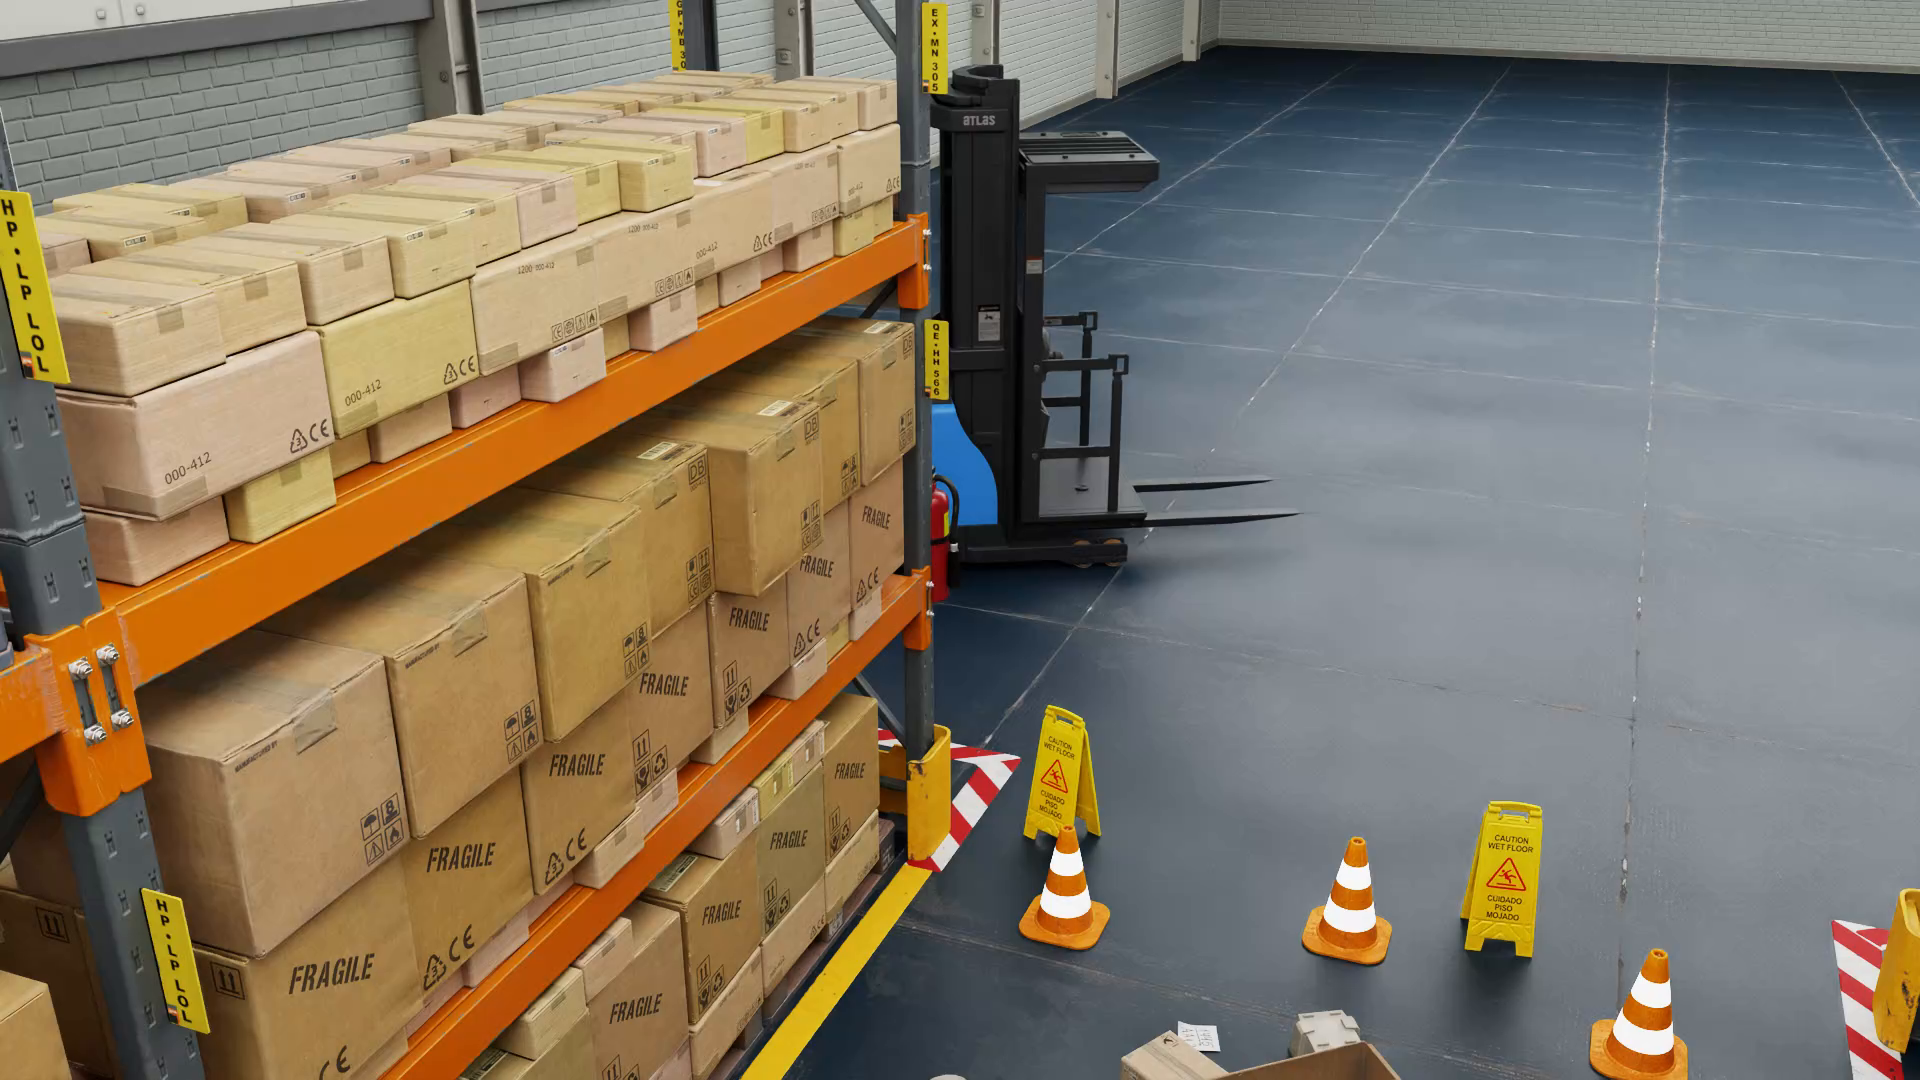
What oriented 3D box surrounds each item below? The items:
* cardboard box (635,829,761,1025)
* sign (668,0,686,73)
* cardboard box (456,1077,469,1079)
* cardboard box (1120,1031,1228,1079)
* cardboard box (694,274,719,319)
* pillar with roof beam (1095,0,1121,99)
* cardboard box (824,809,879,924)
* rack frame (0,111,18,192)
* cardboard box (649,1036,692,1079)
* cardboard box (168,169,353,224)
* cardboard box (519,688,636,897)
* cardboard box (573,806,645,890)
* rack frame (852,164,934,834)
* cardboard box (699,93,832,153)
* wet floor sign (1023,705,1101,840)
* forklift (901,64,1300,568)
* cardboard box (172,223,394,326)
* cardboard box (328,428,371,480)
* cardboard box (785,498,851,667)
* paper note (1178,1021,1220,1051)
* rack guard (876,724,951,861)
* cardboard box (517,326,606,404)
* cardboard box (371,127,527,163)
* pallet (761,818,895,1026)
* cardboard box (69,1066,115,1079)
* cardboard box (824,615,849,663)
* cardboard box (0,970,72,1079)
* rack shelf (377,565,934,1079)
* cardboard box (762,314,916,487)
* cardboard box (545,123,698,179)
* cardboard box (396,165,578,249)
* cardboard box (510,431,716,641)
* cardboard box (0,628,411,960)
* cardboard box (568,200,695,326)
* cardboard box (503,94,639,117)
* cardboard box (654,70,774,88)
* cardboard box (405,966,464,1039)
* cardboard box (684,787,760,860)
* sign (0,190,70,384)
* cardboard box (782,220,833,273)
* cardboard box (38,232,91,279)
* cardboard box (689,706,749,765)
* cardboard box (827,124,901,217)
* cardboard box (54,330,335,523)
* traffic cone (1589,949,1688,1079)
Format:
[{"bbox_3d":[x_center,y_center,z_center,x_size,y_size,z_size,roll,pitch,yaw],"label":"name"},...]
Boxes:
[{"bbox_3d":[-1.042,1.290,5.819,0.500,0.500,0.500,8,24,19],"label":"cardboard box"},{"bbox_3d":[-1.105,-1.995,6.608,0.100,0.325,0.005,9,24,20],"label":"sign"},{"bbox_3d":[-1.515,1.523,4.421,0.380,0.149,0.250,9,24,21],"label":"cardboard box"},{"bbox_3d":[0.787,1.944,5.903,0.250,0.149,0.380,-17,28,-35],"label":"cardboard box"},{"bbox_3d":[-0.976,-0.776,5.150,0.380,0.149,0.250,8,24,19],"label":"cardboard box"},{"bbox_3d":[6.605,-11.459,26.509,9.100,9.000,0.400,9,24,20],"label":"pillar with roof beam"},{"bbox_3d":[-0.661,1.282,6.812,0.500,0.250,0.500,9,24,20],"label":"cardboard box"},{"bbox_3d":[-5.211,-0.839,8.867,1.000,3.000,0.127,9,24,20],"label":"rack frame"},{"bbox_3d":[-1.235,1.821,5.520,0.500,0.250,0.500,8,24,19],"label":"cardboard box"},{"bbox_3d":[-1.800,-0.854,4.303,0.380,0.149,0.250,8,24,19],"label":"cardboard box"},{"bbox_3d":[-1.302,0.640,4.810,0.500,0.500,0.500,9,24,20],"label":"cardboard box"},{"bbox_3d":[-1.189,0.894,5.043,0.380,0.149,0.250,9,24,20],"label":"cardboard box"},{"bbox_3d":[-0.601,-0.130,7.169,1.000,3.000,0.127,9,24,20],"label":"rack frame"},{"bbox_3d":[-0.662,-1.422,5.662,0.380,0.149,0.250,8,24,19],"label":"cardboard box"},{"bbox_3d":[0.463,1.042,7.418,0.267,0.644,0.232,19,29,38],"label":"wet floor sign"},{"bbox_3d":[0.622,-1.379,10.249,3.031,2.935,1.130,-2,23,-6],"label":"forklift"},{"bbox_3d":[-1.491,-0.591,3.672,0.380,0.149,0.250,8,24,18],"label":"cardboard box"},{"bbox_3d":[-1.605,-0.233,3.850,0.380,0.149,0.250,9,24,20],"label":"cardboard box"},{"bbox_3d":[-0.738,0.099,6.105,0.500,0.500,0.500,9,24,20],"label":"cardboard box"},{"bbox_3d":[0.895,1.864,6.249,0.148,0.019,0.142,1,23,2],"label":"paper note"},{"bbox_3d":[-0.630,1.051,7.585,1.175,0.500,0.348,9,24,20],"label":"rack guard"},{"bbox_3d":[-1.183,-0.492,4.469,0.380,0.149,0.250,8,24,19],"label":"cardboard box"},{"bbox_3d":[-1.517,-1.128,4.958,0.380,0.149,0.250,9,24,21],"label":"cardboard box"},{"bbox_3d":[-0.964,1.470,6.957,1.003,0.211,1.213,9,24,20],"label":"pallet"},{"bbox_3d":[-2.251,1.259,4.170,0.380,0.149,0.250,9,24,20],"label":"cardboard box"},{"bbox_3d":[-0.648,0.346,6.356,0.380,0.149,0.250,8,24,19],"label":"cardboard box"},{"bbox_3d":[-2.046,1.123,3.110,0.500,0.500,0.500,8,24,19],"label":"cardboard box"},{"bbox_3d":[-1.344,0.918,5.594,1.077,0.370,4.000,9,24,20],"label":"rack shelf"},{"bbox_3d":[-0.589,-0.560,6.387,0.700,0.500,0.500,8,24,19],"label":"cardboard box"},{"bbox_3d":[-1.023,-1.162,5.040,0.380,0.149,0.250,8,24,19],"label":"cardboard box"},{"bbox_3d":[-1.234,-0.874,4.351,0.380,0.149,0.250,8,24,19],"label":"cardboard box"},{"bbox_3d":[-1.192,-0.024,5.104,0.700,0.500,0.500,9,24,20],"label":"cardboard box"},{"bbox_3d":[-1.723,0.531,3.775,0.700,0.500,0.500,9,24,20],"label":"cardboard box"},{"bbox_3d":[-1.103,-0.813,4.721,0.500,0.250,0.500,9,24,21],"label":"cardboard box"},{"bbox_3d":[-1.314,-1.416,5.647,0.380,0.149,0.250,9,24,20],"label":"cardboard box"},{"bbox_3d":[-0.923,-1.668,6.251,0.380,0.149,0.250,9,24,20],"label":"cardboard box"},{"bbox_3d":[-1.556,1.154,4.422,0.380,0.149,0.250,9,24,20],"label":"cardboard box"},{"bbox_3d":[-0.927,0.949,5.795,0.380,0.149,0.250,10,25,22],"label":"cardboard box"},{"bbox_3d":[-1.571,-0.424,2.801,0.100,0.325,0.005,9,24,20],"label":"sign"},{"bbox_3d":[-0.667,-1.046,5.797,0.380,0.149,0.250,10,25,22],"label":"cardboard box"},{"bbox_3d":[-2.147,-0.583,3.654,0.380,0.149,0.250,8,24,19],"label":"cardboard box"},{"bbox_3d":[-0.952,0.618,5.704,0.380,0.149,0.250,9,24,20],"label":"cardboard box"},{"bbox_3d":[-0.541,-1.360,6.031,0.500,0.250,0.500,8,24,19],"label":"cardboard box"},{"bbox_3d":[-1.670,-0.269,3.418,0.500,0.250,0.500,8,24,19],"label":"cardboard box"},{"bbox_3d":[2.516,1.700,6.079,0.336,0.463,0.334,9,24,20],"label":"traffic cone"}]
